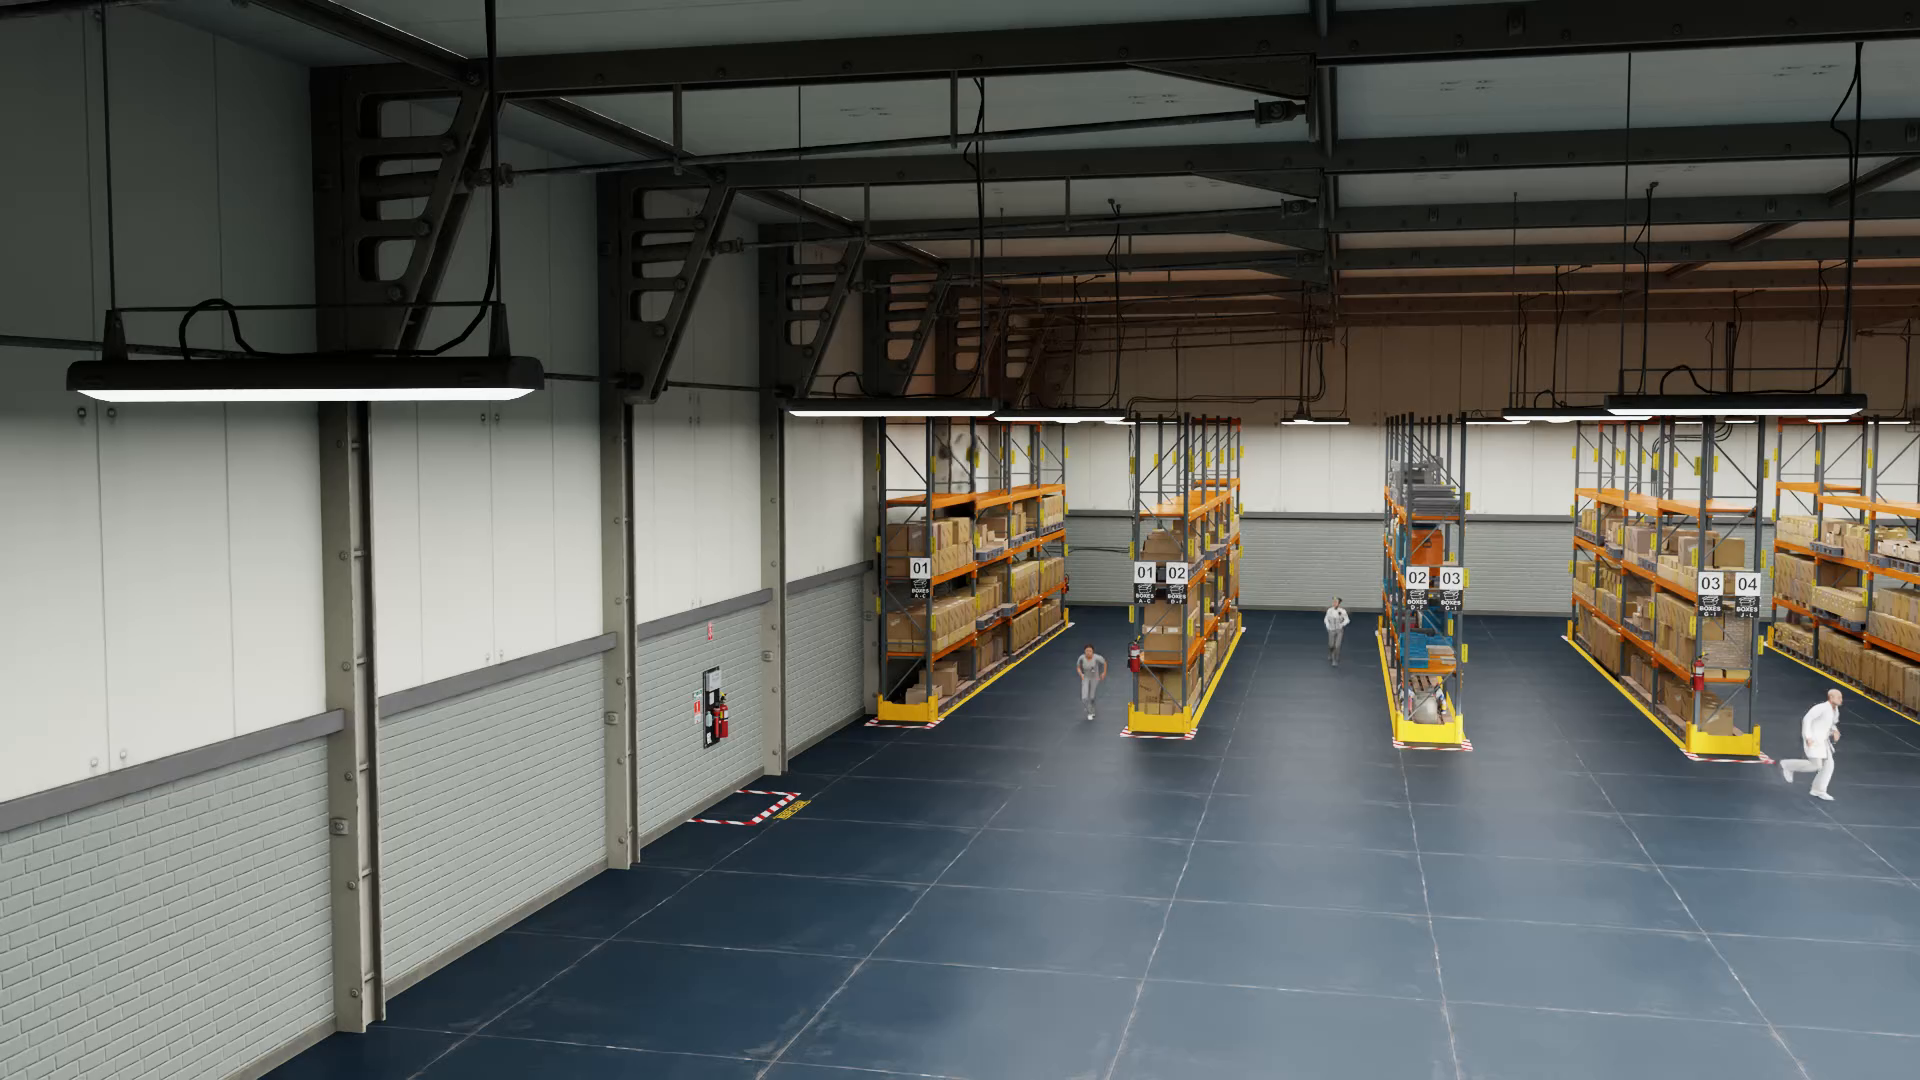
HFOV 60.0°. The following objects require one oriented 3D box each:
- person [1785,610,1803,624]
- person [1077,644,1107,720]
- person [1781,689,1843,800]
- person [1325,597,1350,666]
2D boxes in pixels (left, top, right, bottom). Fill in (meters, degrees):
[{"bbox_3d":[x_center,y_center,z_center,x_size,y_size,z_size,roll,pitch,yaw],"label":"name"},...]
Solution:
[{"bbox_3d":[22.429,1.915,44.614,0.598,1.614,0.657,0,4,0],"label":"person"},{"bbox_3d":[2.590,2.768,32.616,0.583,1.534,0.800,1,4,11],"label":"person"},{"bbox_3d":[13.254,3.140,25.875,0.711,1.726,0.881,-4,5,-43],"label":"person"},{"bbox_3d":[9.064,2.190,40.045,0.604,1.668,0.567,2,4,22],"label":"person"}]
